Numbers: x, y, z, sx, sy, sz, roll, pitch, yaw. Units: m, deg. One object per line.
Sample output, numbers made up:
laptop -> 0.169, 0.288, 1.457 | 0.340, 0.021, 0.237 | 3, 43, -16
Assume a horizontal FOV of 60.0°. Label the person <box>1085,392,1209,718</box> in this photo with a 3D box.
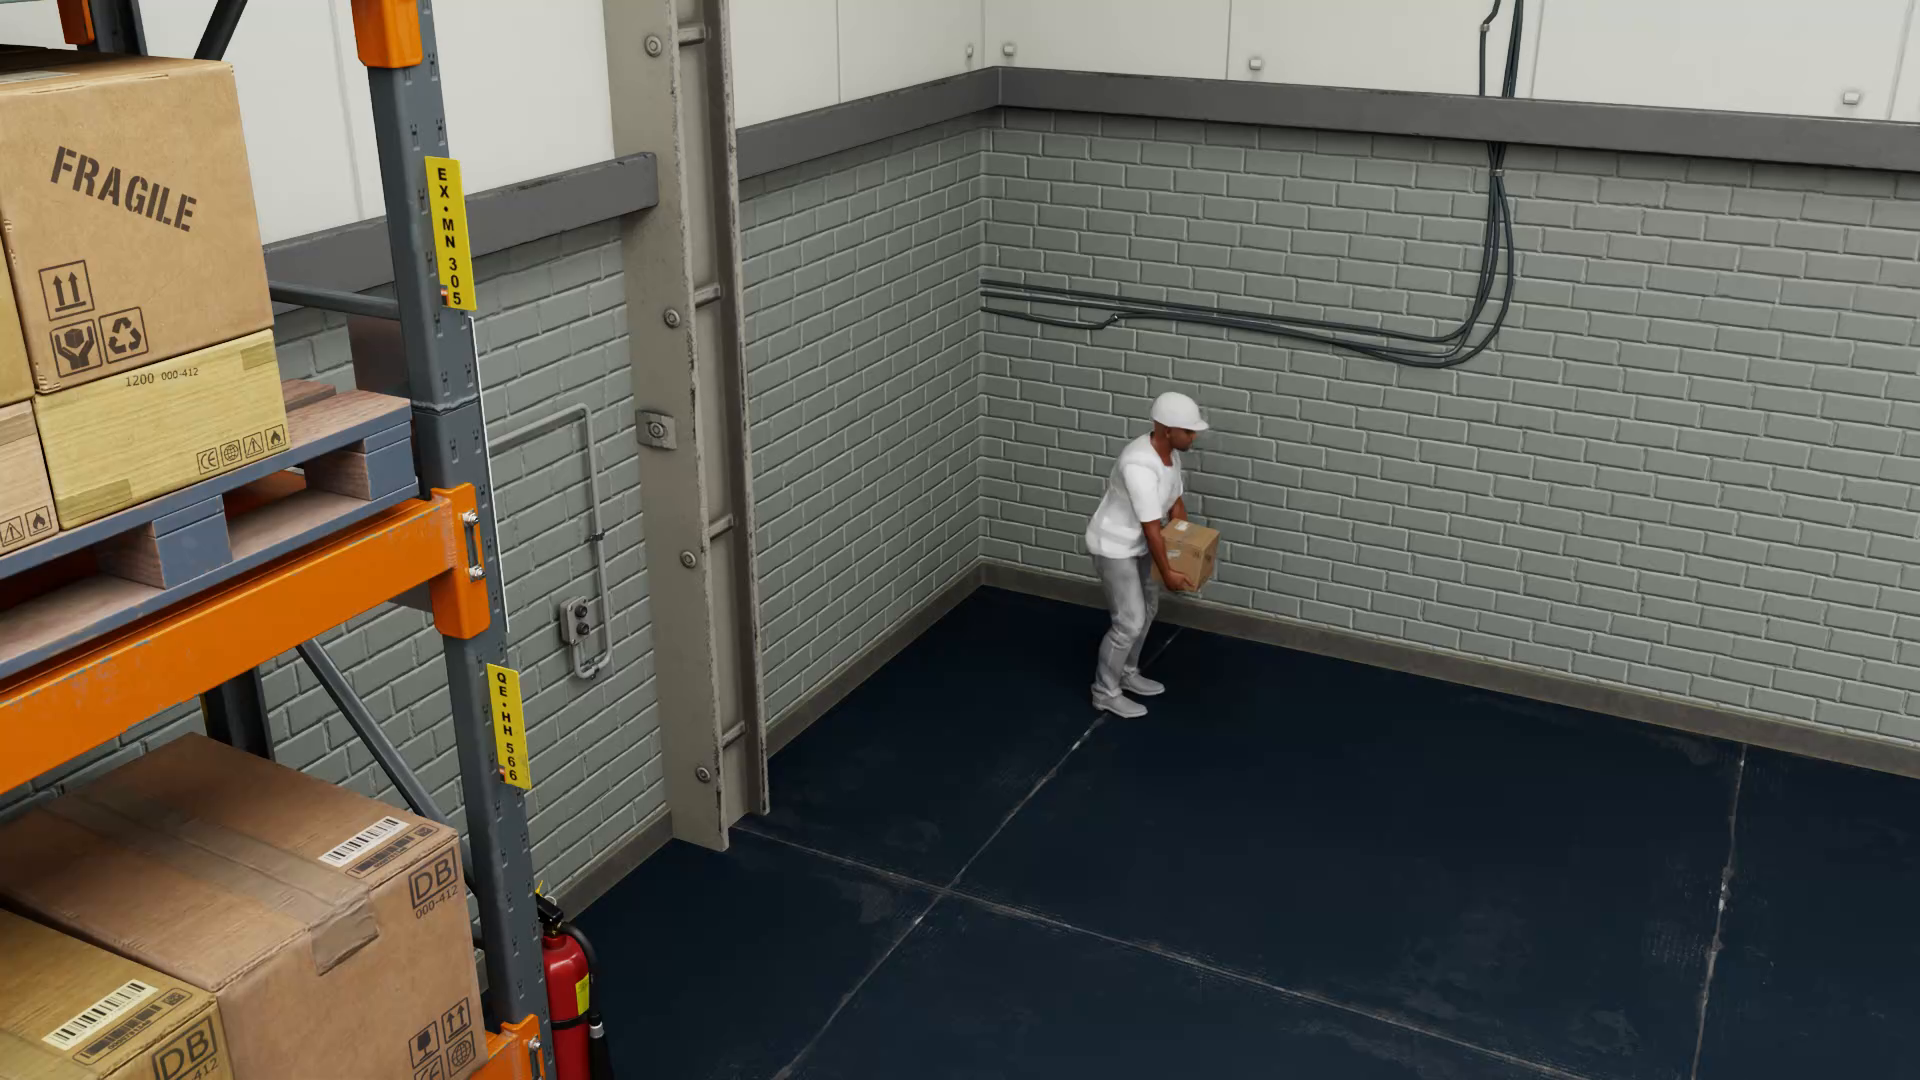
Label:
person -> 0.958, 0.061, 8.476 | 0.607, 1.719, 0.498 | 11, 25, 24
